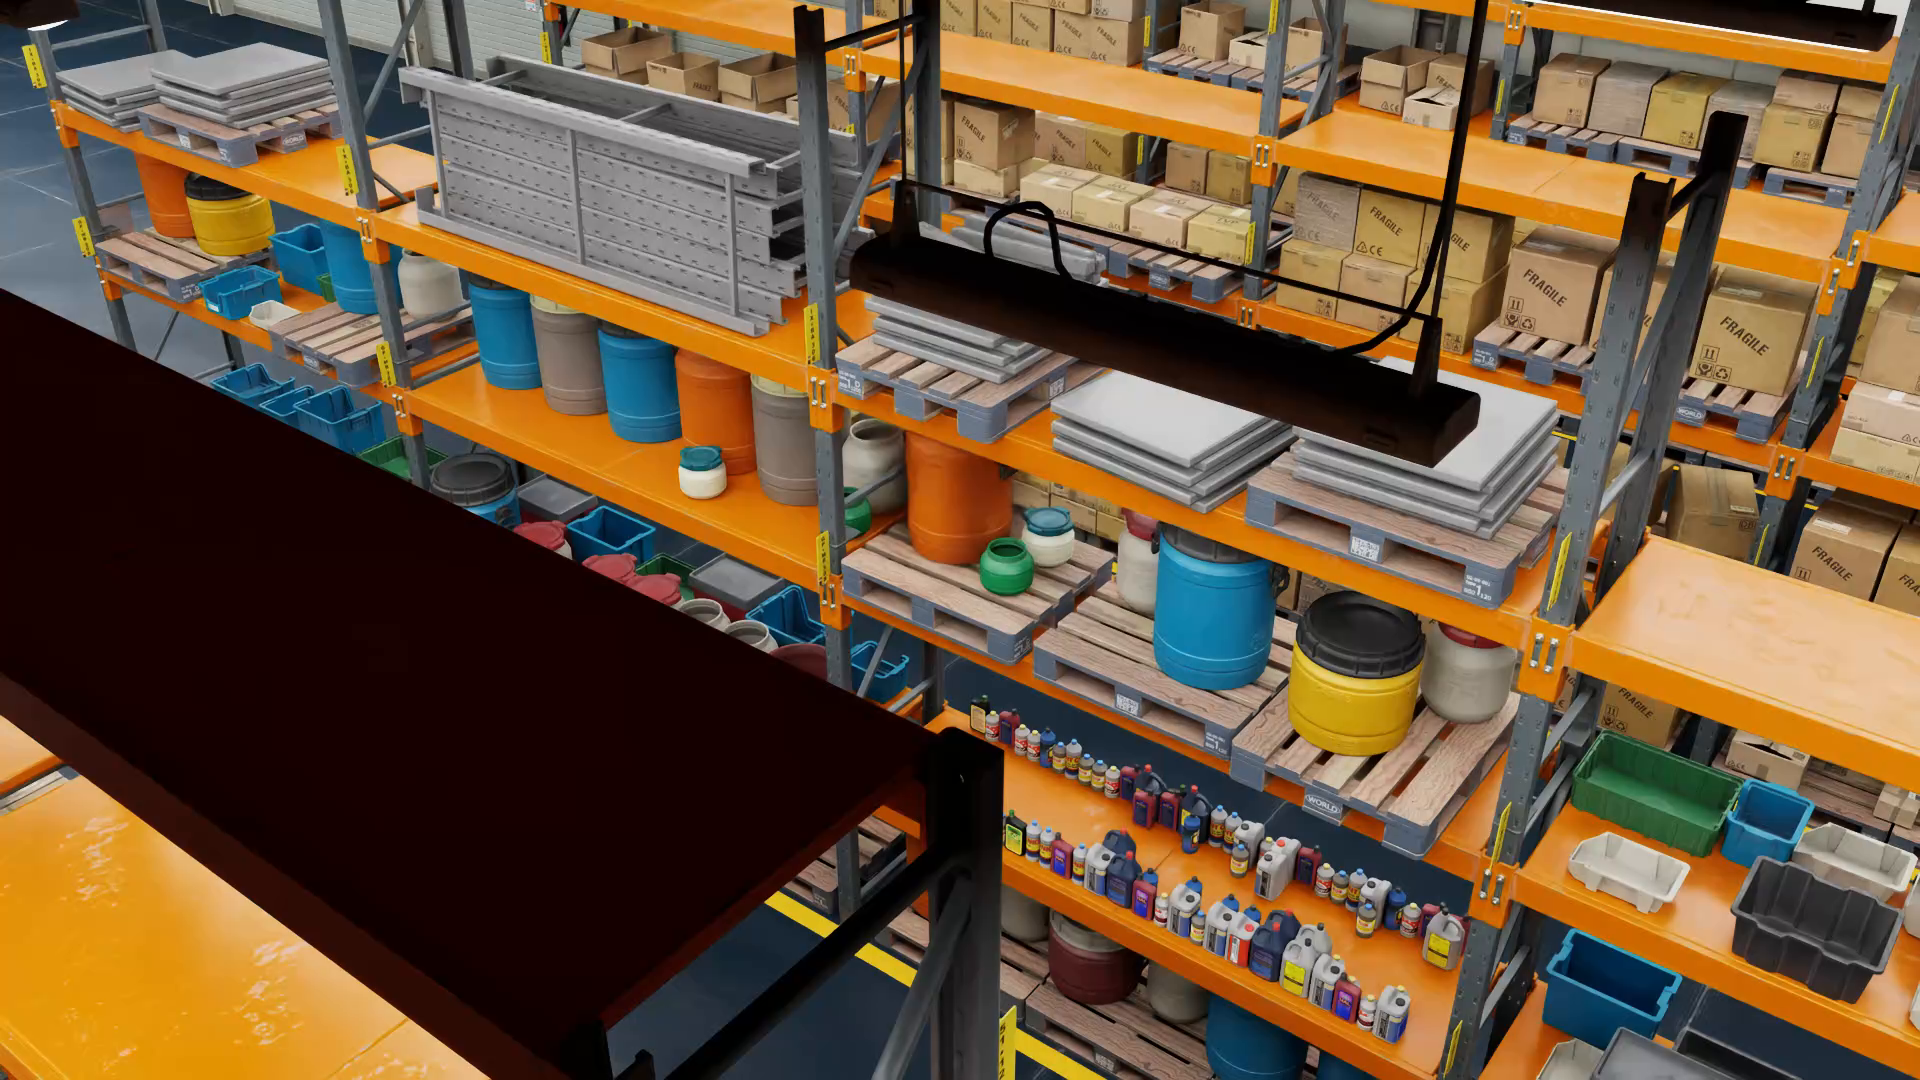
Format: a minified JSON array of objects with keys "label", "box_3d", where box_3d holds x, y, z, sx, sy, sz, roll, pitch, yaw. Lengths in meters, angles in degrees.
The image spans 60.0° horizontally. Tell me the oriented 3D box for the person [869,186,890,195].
[{"label":"person","box_3d":[-0.905,-3.835,19.935,0.750,1.821,0.682,17,35,25]}]
